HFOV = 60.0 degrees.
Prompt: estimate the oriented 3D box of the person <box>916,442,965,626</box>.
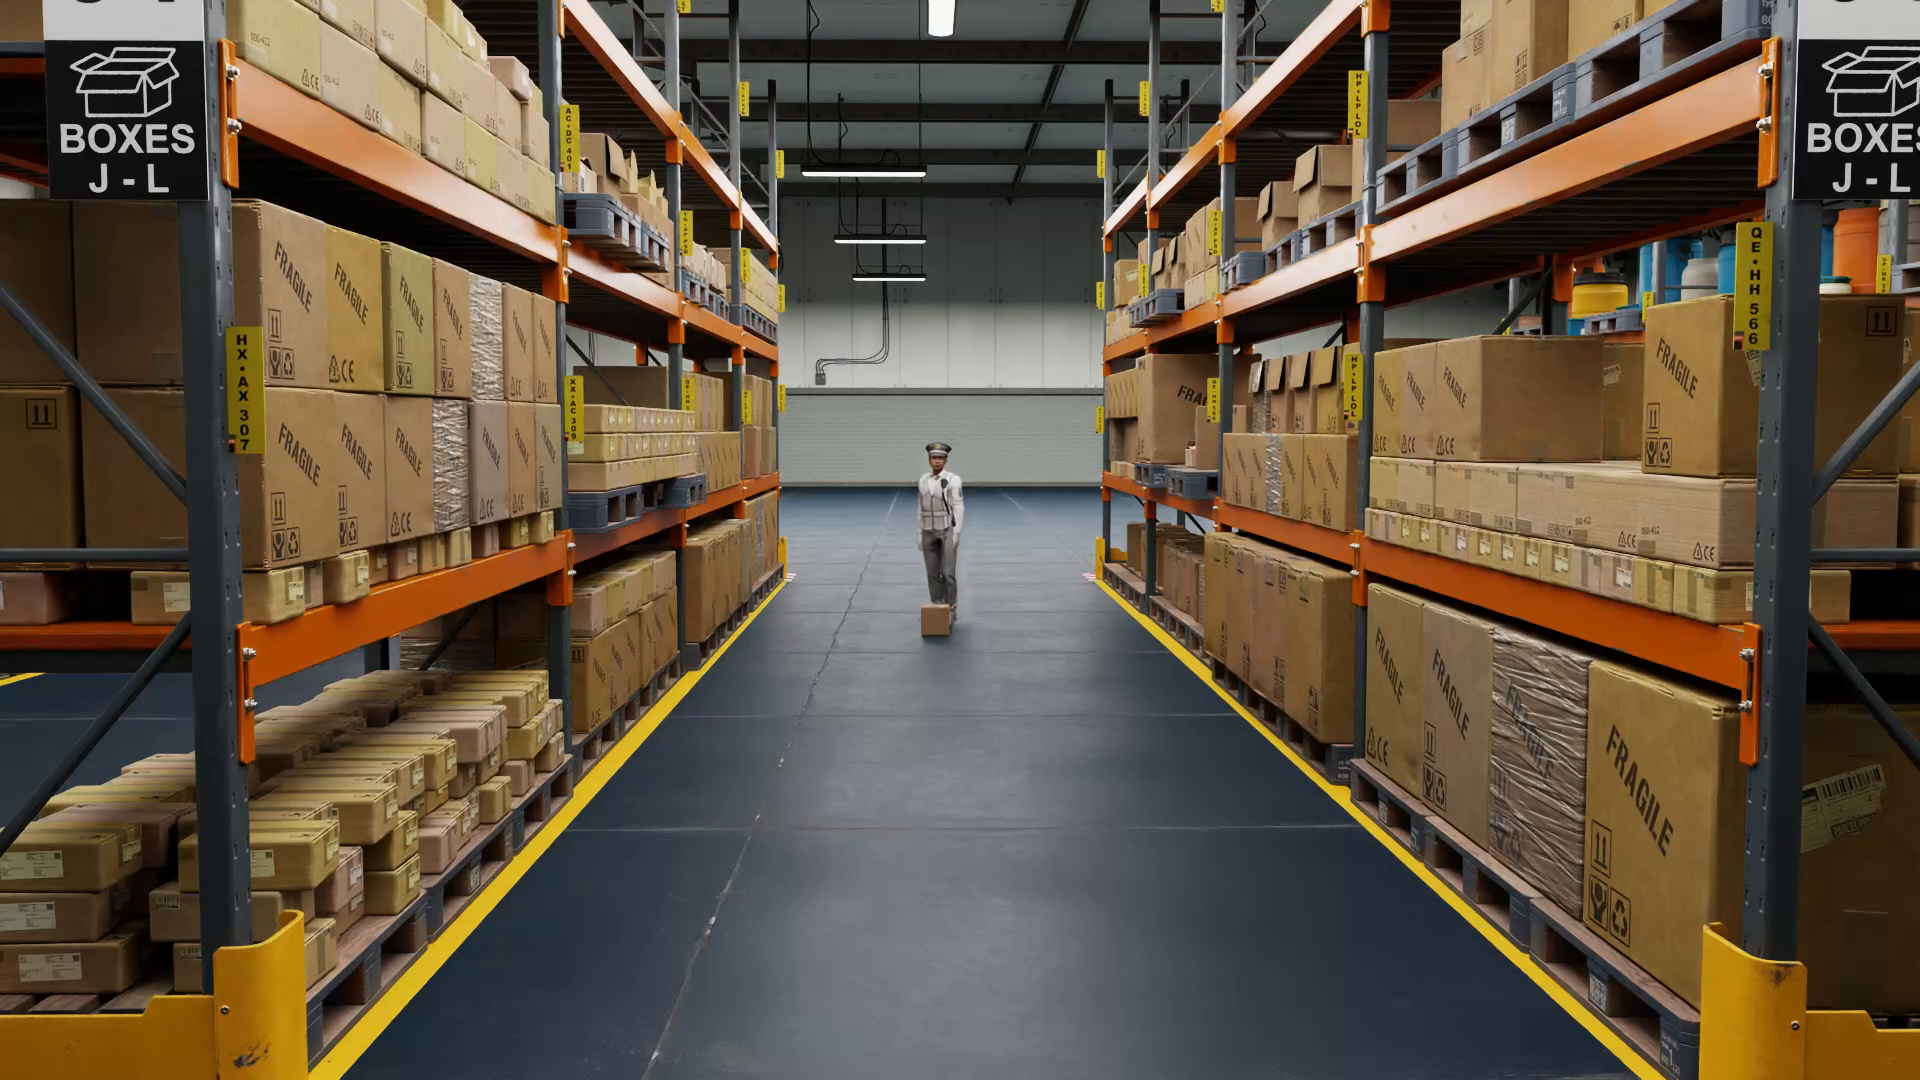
[{"bbox_3d":[-0.189,-0.060,15.473,0.487,1.702,0.369,2,4,27],"label":"person"}]
